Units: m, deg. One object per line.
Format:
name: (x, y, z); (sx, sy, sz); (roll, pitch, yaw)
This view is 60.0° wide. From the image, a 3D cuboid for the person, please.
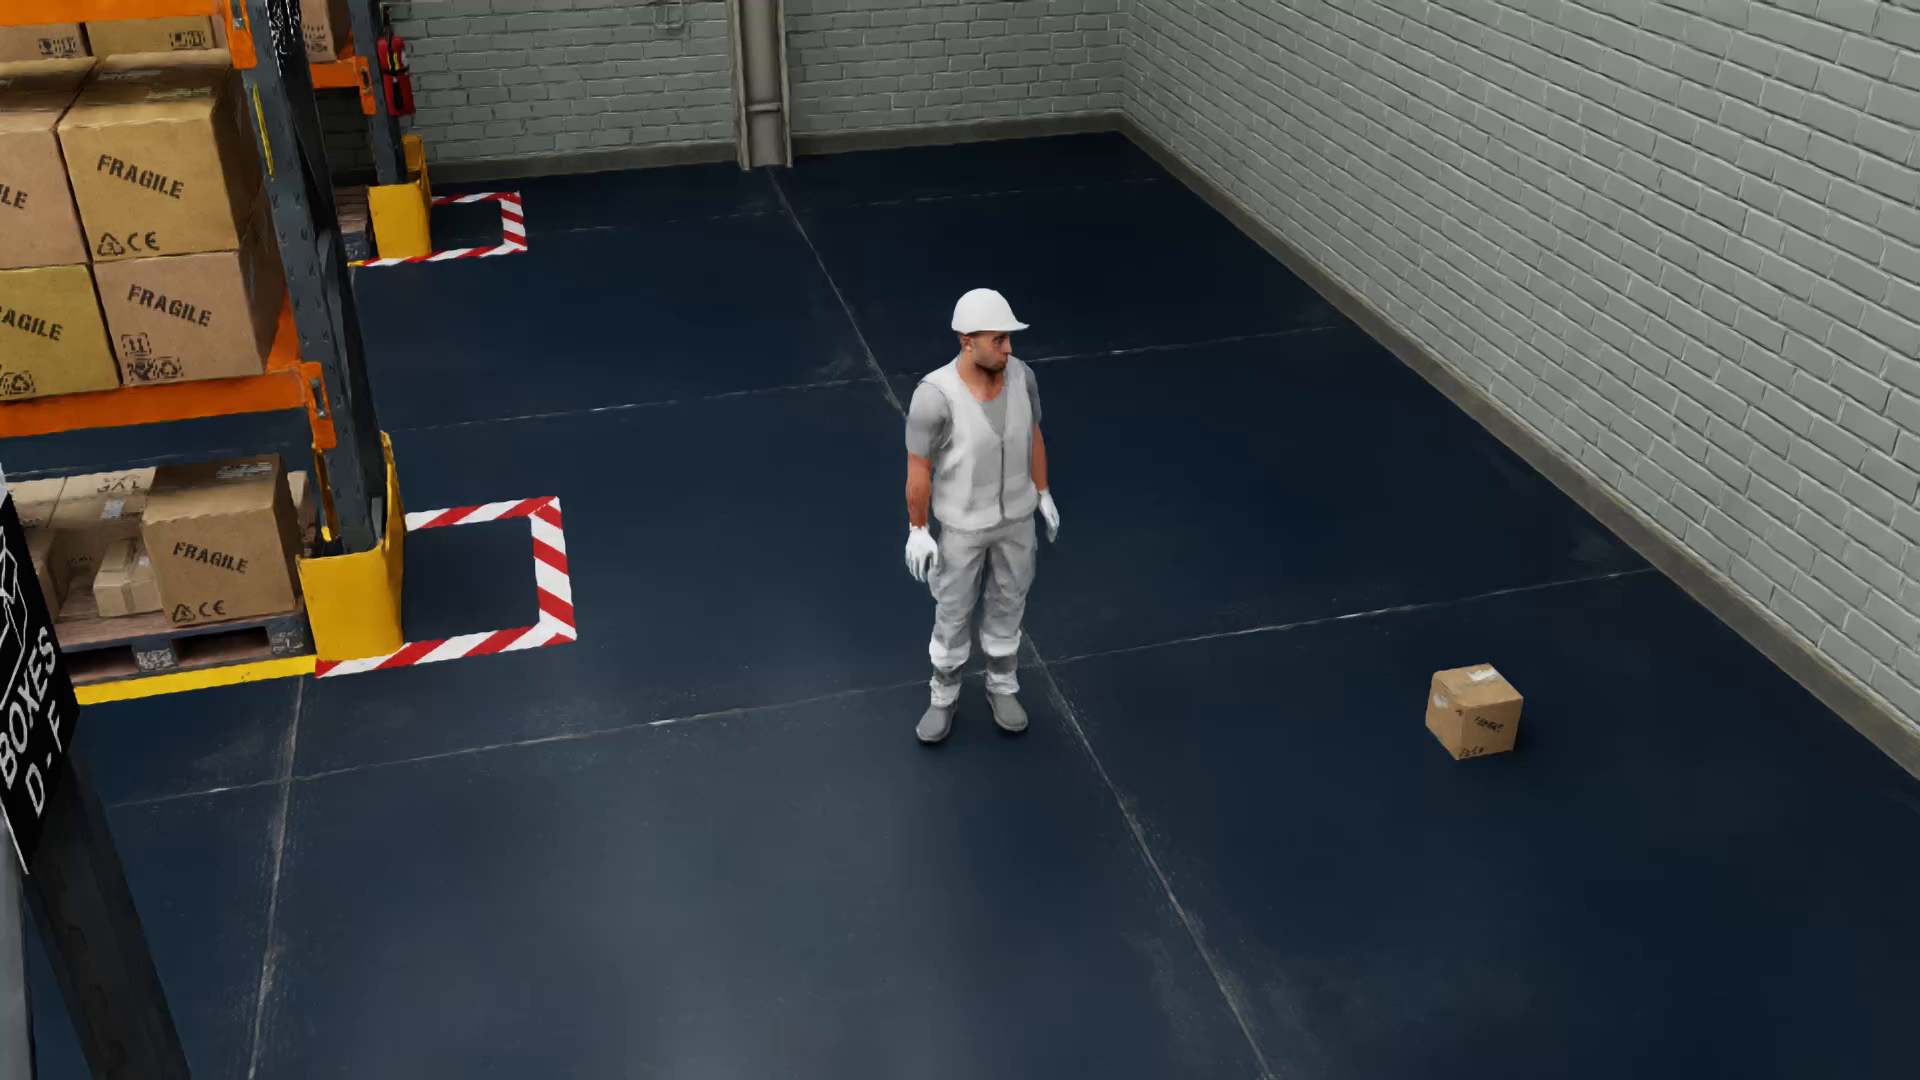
person: (0.085, -0.072, 6.171); (0.636, 1.797, 0.378); (-15, 33, -24)
